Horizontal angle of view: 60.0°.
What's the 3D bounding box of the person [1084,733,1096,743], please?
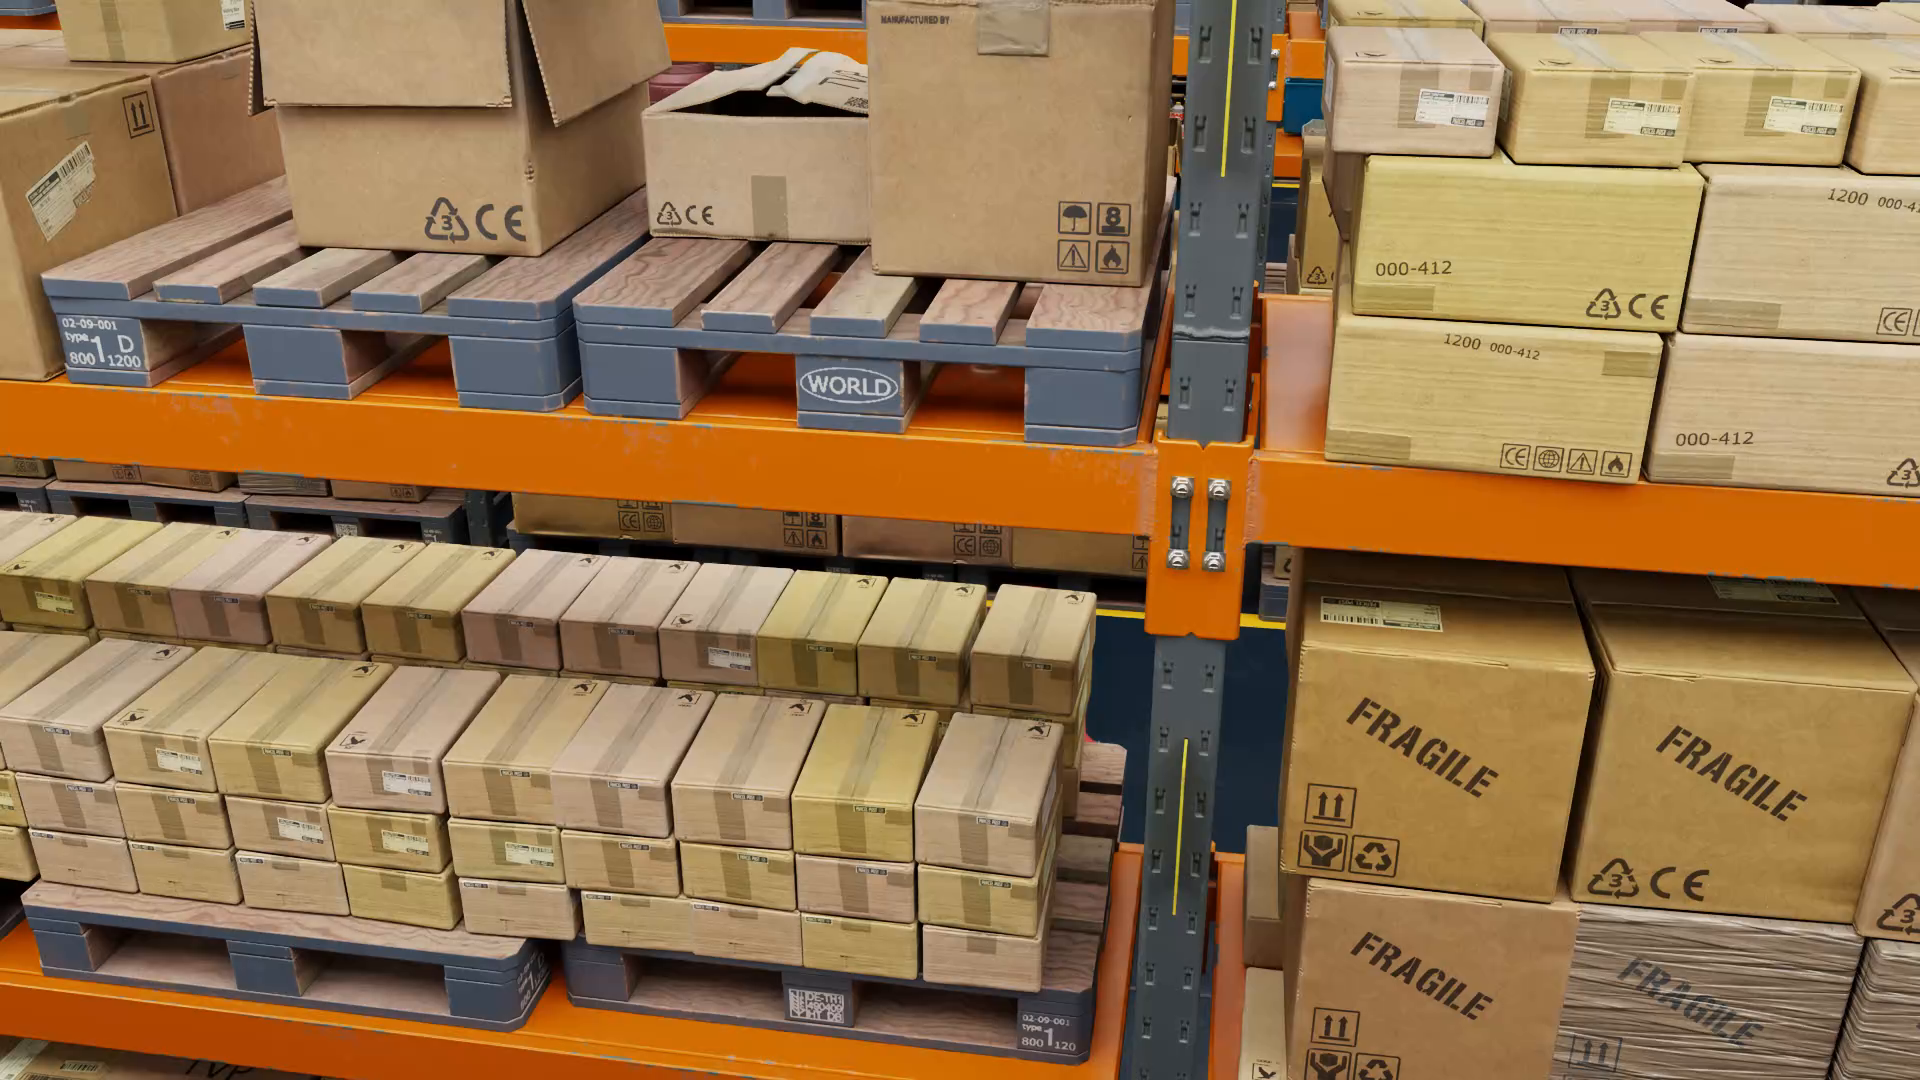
[{"bbox_3d":[0.251,0.968,5.998,0.570,0.937,0.885,4,25,9],"label":"person"}]
